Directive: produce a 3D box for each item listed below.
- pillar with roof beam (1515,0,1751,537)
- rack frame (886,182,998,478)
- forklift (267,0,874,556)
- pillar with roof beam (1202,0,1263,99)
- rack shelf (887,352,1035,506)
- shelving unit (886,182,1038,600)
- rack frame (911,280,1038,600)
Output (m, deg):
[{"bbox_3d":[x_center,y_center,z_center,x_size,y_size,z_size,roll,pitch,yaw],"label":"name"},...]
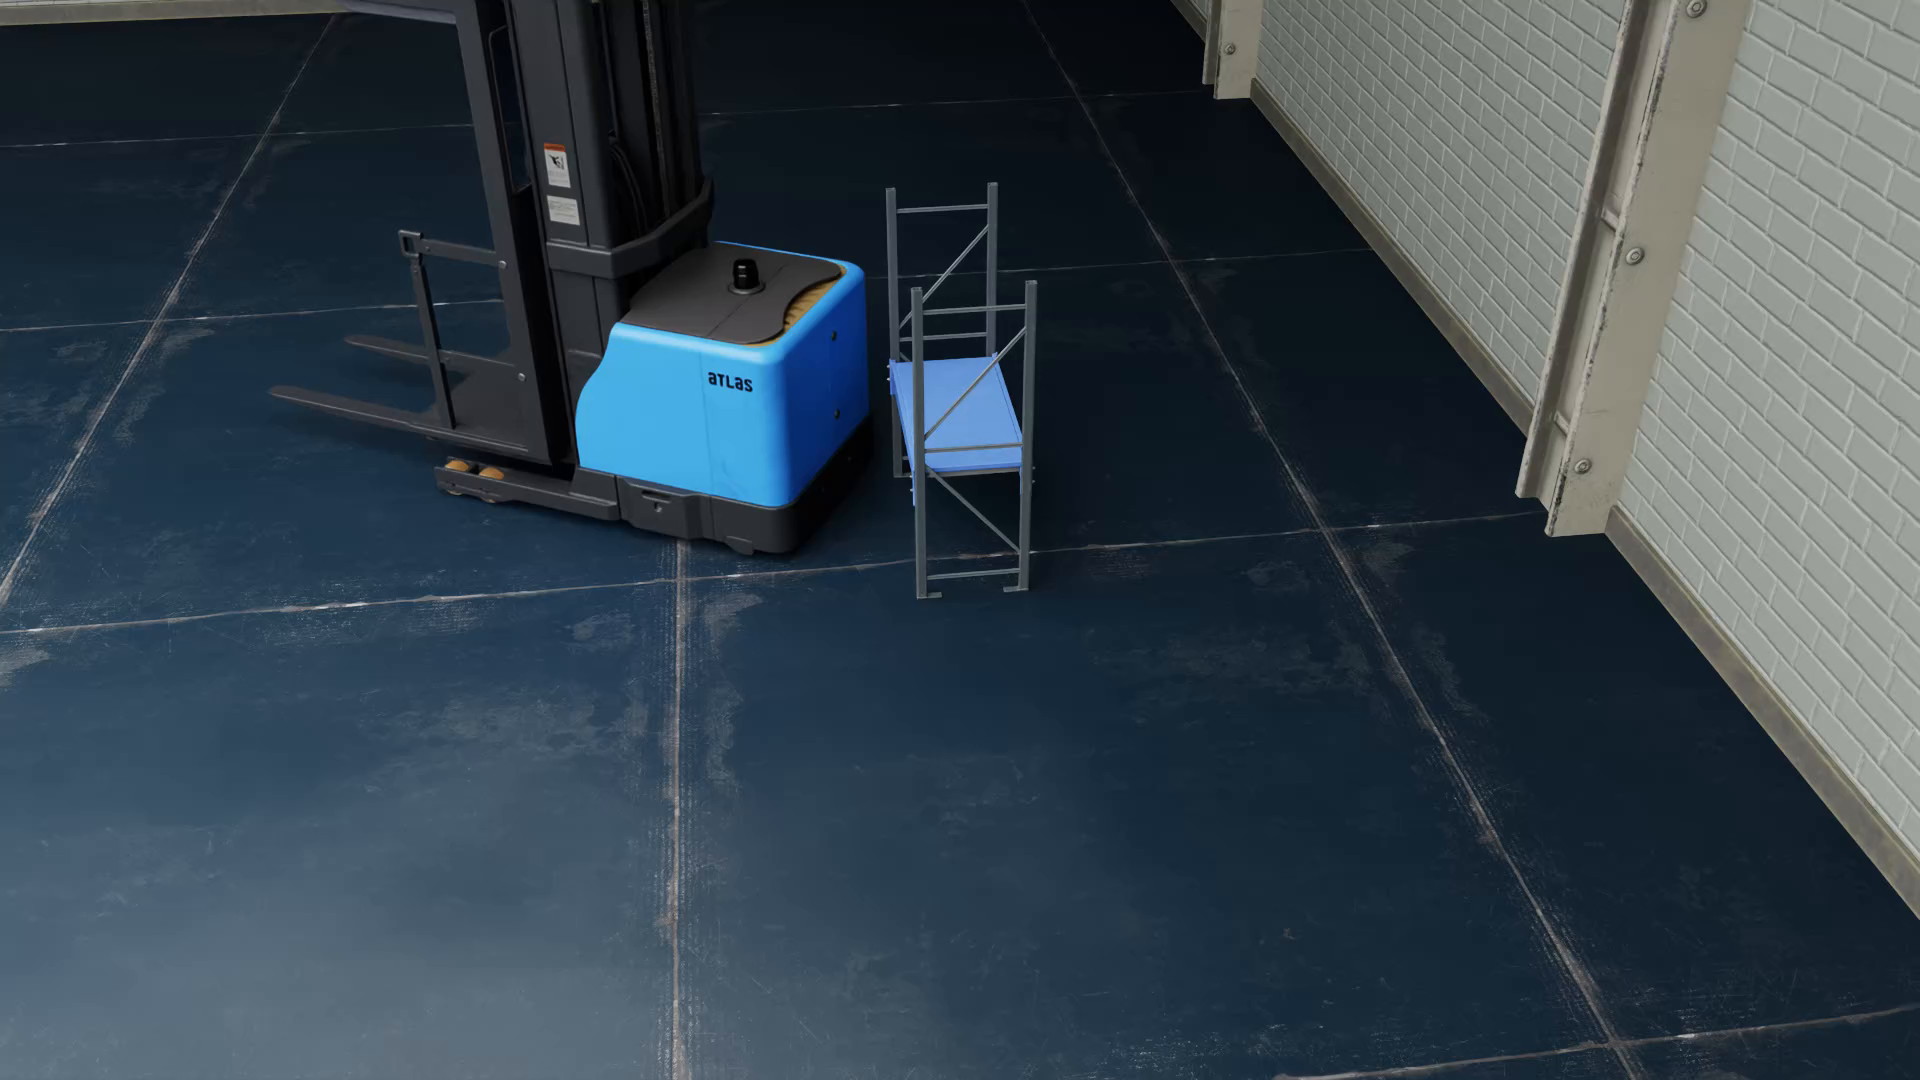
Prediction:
[{"bbox_3d":[-1.387,-3.529,4.938,9.100,9.000,0.400,-4,35,-6],"label":"pillar with roof beam"},{"bbox_3d":[-0.080,-0.951,7.814,0.500,1.500,0.032,-4,35,-6],"label":"rack frame"},{"bbox_3d":[-1.998,-1.654,7.574,3.031,2.935,1.130,12,36,17],"label":"forklift"},{"bbox_3d":[-2.194,-6.877,9.851,9.100,9.000,0.400,-4,35,-6],"label":"pillar with roof beam"},{"bbox_3d":[-0.011,-0.519,7.499,0.538,0.185,1.000,-4,35,-6],"label":"rack shelf"},{"bbox_3d":[-0.011,-0.667,7.397,0.538,1.500,1.048,-4,35,-6],"label":"shelving unit"},{"bbox_3d":[0.057,-0.384,6.981,0.500,1.500,0.032,-4,35,-6],"label":"rack frame"}]
